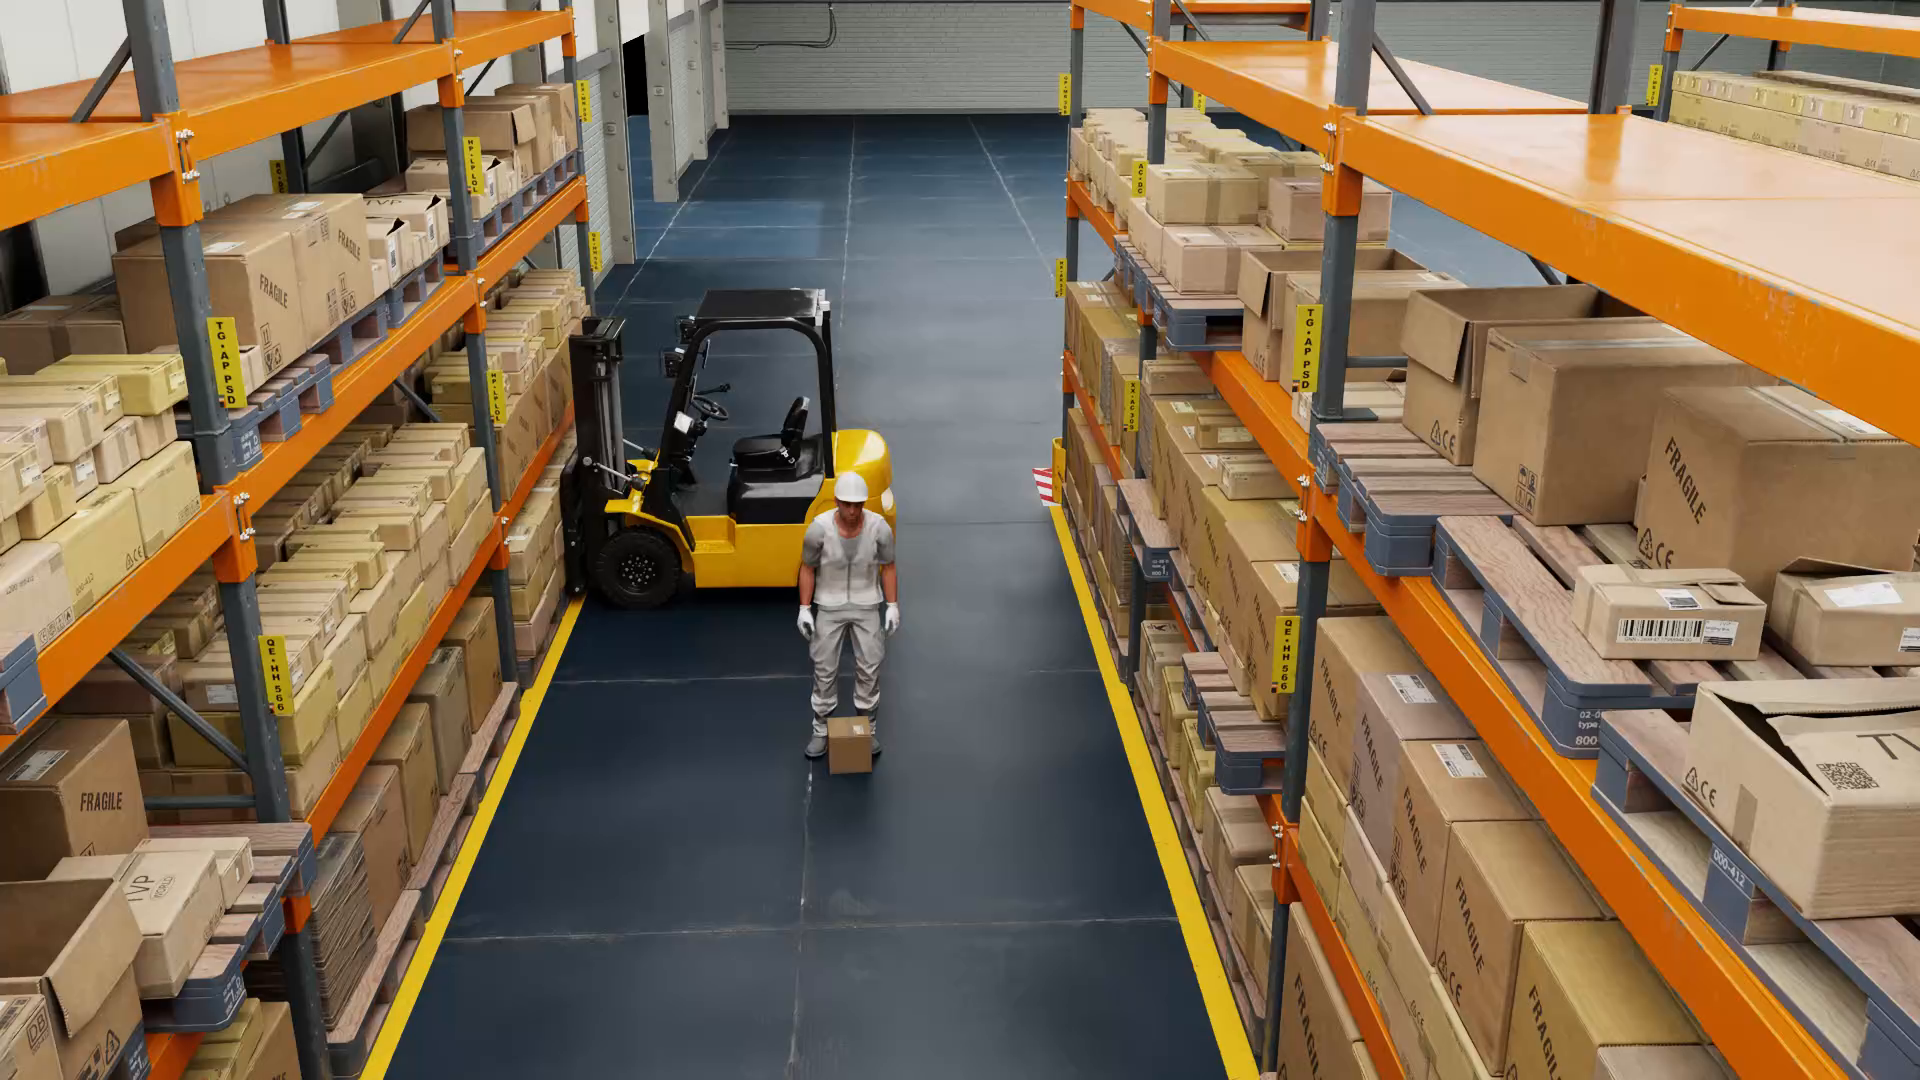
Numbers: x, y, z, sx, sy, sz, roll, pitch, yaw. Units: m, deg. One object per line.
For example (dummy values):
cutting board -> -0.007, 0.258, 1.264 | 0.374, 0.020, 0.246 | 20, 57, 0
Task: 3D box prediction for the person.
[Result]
person -> -0.659, 0.431, 9.883 | 0.617, 1.778, 0.453 | -2, 20, -6
